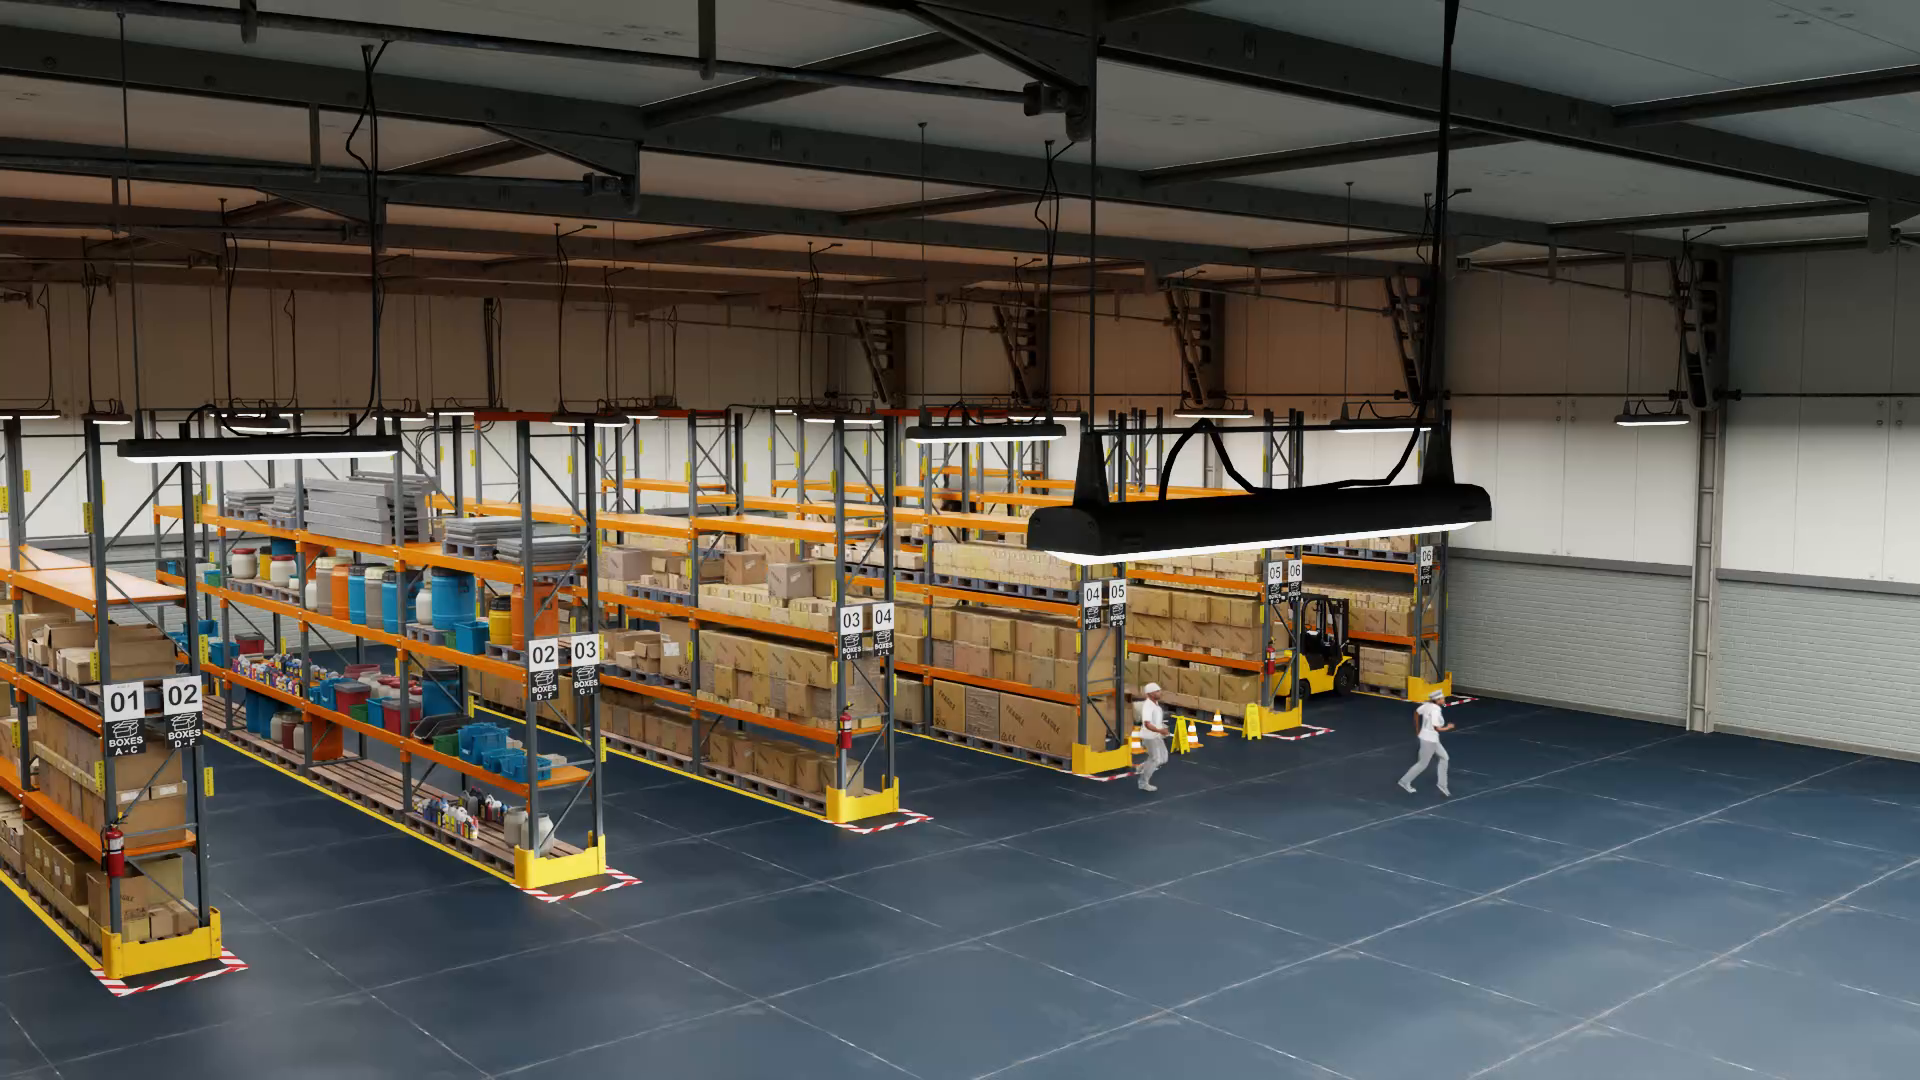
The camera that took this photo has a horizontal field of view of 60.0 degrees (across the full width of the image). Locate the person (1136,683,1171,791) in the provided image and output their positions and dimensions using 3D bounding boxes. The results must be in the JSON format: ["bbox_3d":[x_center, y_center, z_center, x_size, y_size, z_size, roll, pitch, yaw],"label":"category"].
[{"bbox_3d":[3.095,3.133,26.591,0.599,1.723,0.740,1,5,16],"label":"person"}]

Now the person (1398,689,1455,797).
[{"bbox_3d":[7.353,3.200,26.217,0.845,1.735,0.599,1,5,6],"label":"person"}]
